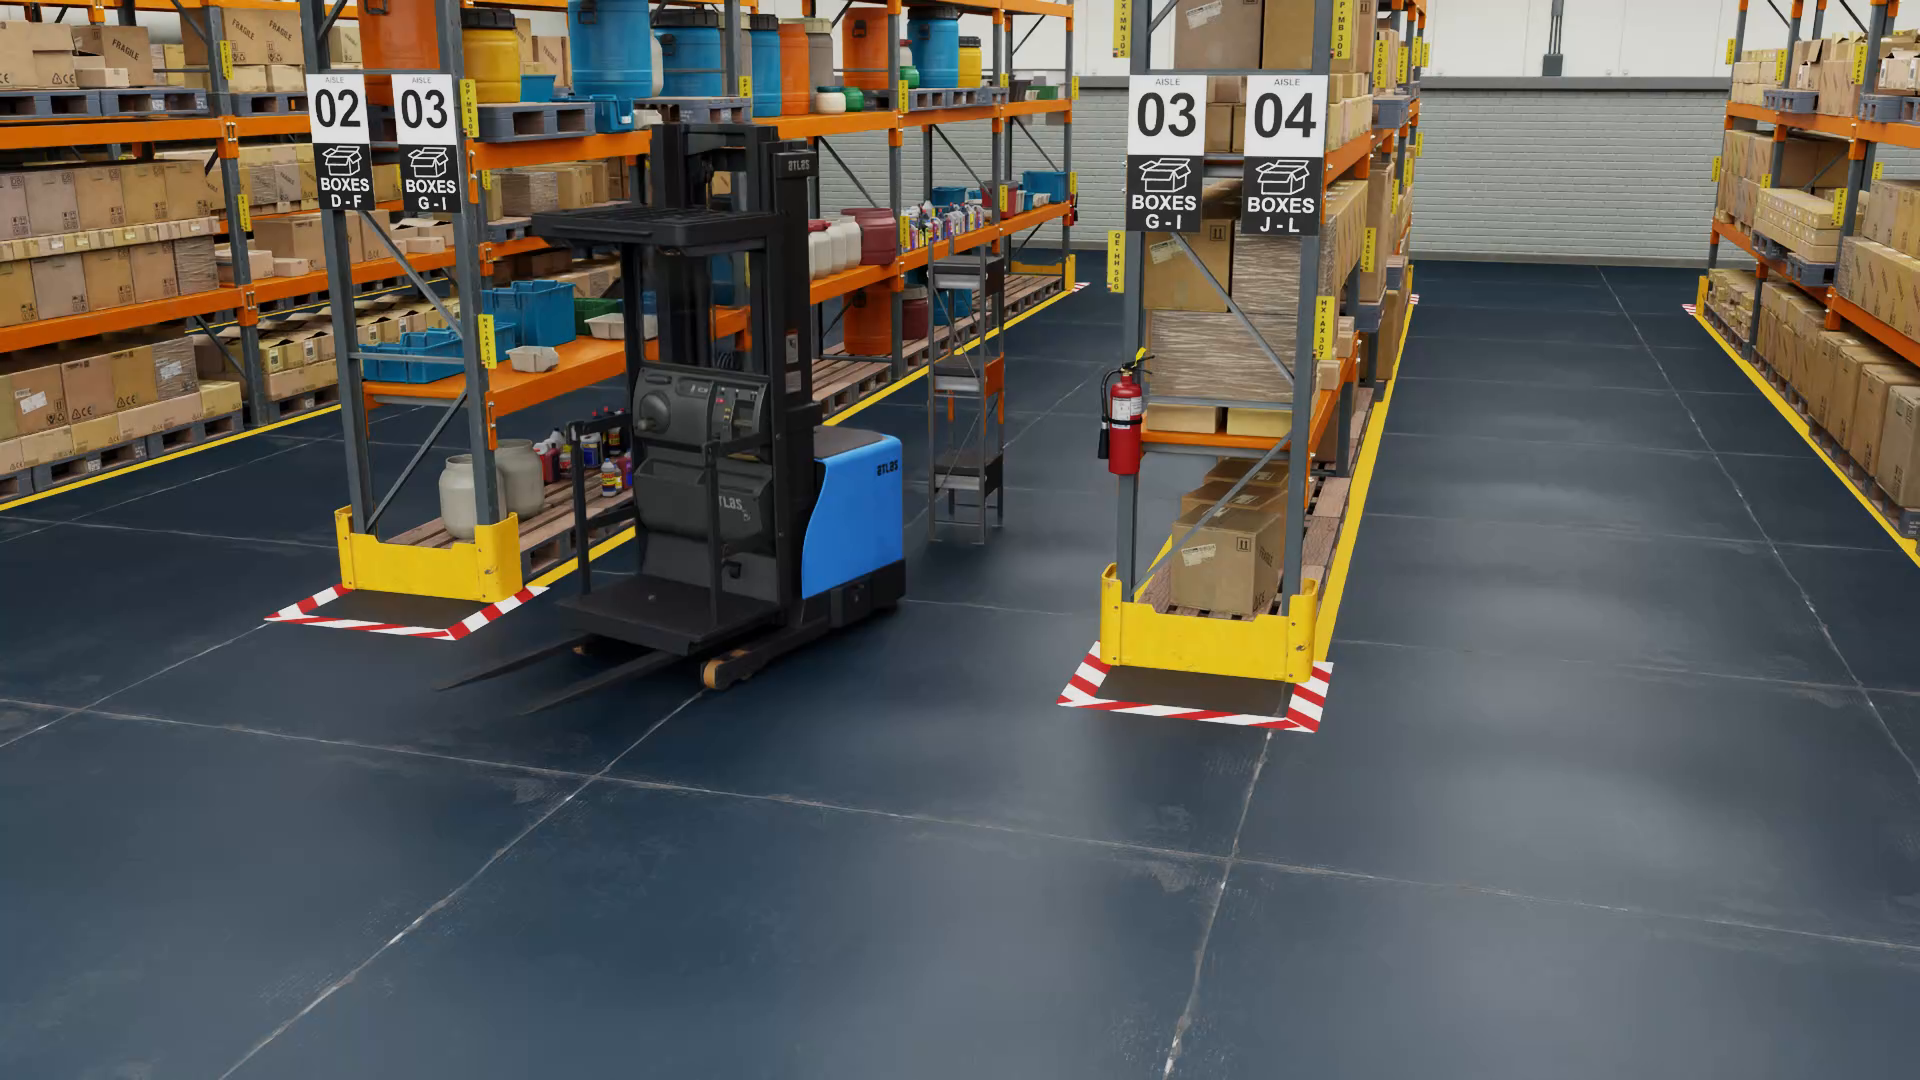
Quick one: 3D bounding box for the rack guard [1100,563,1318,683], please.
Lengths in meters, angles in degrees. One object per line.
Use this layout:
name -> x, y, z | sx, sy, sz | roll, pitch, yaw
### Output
rack guard -> 1.386, 0.455, 9.308 | 1.175, 0.500, 0.348 | 5, 16, 16

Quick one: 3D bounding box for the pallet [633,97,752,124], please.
pallet -> -2.359, -3.314, 12.865 | 1.213, 0.211, 1.003 | 5, 16, 16

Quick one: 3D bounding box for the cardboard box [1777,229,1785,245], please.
cardboard box -> 8.507, -3.062, 16.819 | 0.380, 0.149, 0.250 | 4, 16, 13

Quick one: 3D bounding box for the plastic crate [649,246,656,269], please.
plastic crate -> -2.404, -2.339, 14.462 | 0.402, 0.464, 0.583 | 5, 16, 16

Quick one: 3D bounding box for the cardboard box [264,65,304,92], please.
cardboard box -> -6.658, -4.420, 15.926 | 0.500, 0.250, 0.500 | 3, 16, 10

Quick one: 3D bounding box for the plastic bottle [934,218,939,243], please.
plastic bottle -> -0.291, -3.561, 19.124 | 0.097, 0.271, 0.097 | 0, 16, 0

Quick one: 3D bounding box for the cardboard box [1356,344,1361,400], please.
cardboard box -> 3.466, -1.653, 15.934 | 0.700, 0.500, 0.500 | 4, 16, 13

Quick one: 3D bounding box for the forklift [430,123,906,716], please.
forklift -> -1.566, -0.745, 9.085 | 1.130, 2.935, 3.031 | 10, 19, 32

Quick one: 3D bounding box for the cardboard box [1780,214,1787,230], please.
cardboard box -> 8.506, -3.203, 16.772 | 0.380, 0.149, 0.250 | 4, 16, 15

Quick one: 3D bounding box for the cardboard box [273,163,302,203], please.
cardboard box -> -9.498, -4.946, 23.004 | 0.500, 0.500, 0.500 | 5, 17, 16

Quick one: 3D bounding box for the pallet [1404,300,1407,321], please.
pallet -> 5.410, -3.039, 22.155 | 1.003, 0.211, 1.213 | 5, 16, 16

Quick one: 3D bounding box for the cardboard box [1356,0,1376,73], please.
cardboard box -> 2.617, -3.511, 11.570 | 0.500, 0.500, 0.500 | 4, 16, 14

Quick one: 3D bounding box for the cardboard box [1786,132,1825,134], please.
cardboard box -> 10.602, -4.903, 21.058 | 0.500, 0.500, 0.500 | 4, 16, 14

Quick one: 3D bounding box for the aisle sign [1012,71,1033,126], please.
aisle sign -> 0.898, -6.590, 24.802 | 0.394, 0.787, 0.004 | 5, 16, 16

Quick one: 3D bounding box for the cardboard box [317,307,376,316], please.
cardboard box -> -6.578, -2.353, 17.870 | 0.500, 0.311, 0.500 | 4, 16, 14

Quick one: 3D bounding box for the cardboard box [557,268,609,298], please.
cardboard box -> -4.880, -3.234, 21.509 | 0.500, 0.500, 0.500 | 5, 17, 17

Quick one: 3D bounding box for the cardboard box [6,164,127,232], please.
cardboard box -> -7.401, -2.836, 13.769 | 0.700, 0.500, 0.500 | 5, 16, 16

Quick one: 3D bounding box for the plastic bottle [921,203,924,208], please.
plastic bottle -> -0.488, -4.132, 21.114 | 0.061, 0.283, 0.133 | 5, 16, 16

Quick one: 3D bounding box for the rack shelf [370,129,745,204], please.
rack shelf -> -2.816, -2.732, 11.785 | 1.077, 0.370, 4.000 | 5, 16, 16

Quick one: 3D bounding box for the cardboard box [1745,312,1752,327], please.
cardboard box -> 9.286, -2.537, 19.185 | 0.380, 0.149, 0.250 | 5, 17, 17

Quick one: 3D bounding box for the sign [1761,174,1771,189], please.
sign -> 8.979, -3.912, 18.540 | 0.100, 0.325, 0.005 | 5, 16, 16

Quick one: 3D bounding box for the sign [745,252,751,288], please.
sign -> -1.724, -2.246, 13.743 | 0.100, 0.325, 0.005 | 5, 16, 16

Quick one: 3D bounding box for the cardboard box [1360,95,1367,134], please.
cardboard box -> 2.463, -2.870, 11.227 | 0.500, 0.250, 0.500 | 5, 17, 17

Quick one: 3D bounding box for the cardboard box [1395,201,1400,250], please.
cardboard box -> 4.614, -3.505, 18.508 | 0.500, 0.500, 0.500 | 4, 16, 15

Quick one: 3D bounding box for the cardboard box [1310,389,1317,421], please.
cardboard box -> 1.848, -0.791, 9.581 | 0.380, 0.149, 0.250 | 5, 16, 16

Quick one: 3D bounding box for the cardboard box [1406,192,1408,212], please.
cardboard box -> 5.447, -4.306, 21.244 | 0.500, 0.250, 0.500 | 5, 17, 17

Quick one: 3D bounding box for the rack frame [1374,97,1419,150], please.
rack frame -> 5.911, -4.913, 23.655 | 1.000, 3.000, 0.127 | 5, 16, 16

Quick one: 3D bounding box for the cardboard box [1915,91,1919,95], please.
cardboard box -> 8.782, -4.029, 14.858 | 0.500, 0.500, 0.500 | 5, 16, 16

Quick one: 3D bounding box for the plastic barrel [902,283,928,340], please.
plastic barrel -> -0.668, -2.671, 19.400 | 0.600, 0.588, 0.708 | 5, 16, 16

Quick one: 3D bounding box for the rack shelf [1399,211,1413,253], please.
rack shelf -> 5.343, -4.044, 21.909 | 1.077, 0.370, 4.000 | 5, 16, 16

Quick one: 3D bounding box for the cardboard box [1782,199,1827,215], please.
cardboard box -> 8.508, -3.347, 16.732 | 0.380, 0.149, 0.250 | 5, 17, 18

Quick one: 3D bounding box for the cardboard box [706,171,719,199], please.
cardboard box -> -3.887, -5.195, 24.463 | 0.500, 0.500, 0.500 | 4, 16, 15

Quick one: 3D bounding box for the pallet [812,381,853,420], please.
pallet -> -1.717, -1.345, 16.185 | 1.003, 0.211, 1.213 | 5, 16, 16

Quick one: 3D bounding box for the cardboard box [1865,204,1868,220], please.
cardboard box -> 8.980, -3.157, 16.064 | 0.380, 0.149, 0.250 | 5, 17, 18

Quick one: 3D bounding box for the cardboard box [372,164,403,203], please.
cardboard box -> -9.091, -5.495, 25.155 | 0.980, 0.700, 0.700 | 4, 16, 14

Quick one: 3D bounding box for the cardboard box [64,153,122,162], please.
cardboard box -> -10.730, -4.673, 20.669 | 0.500, 0.250, 0.500 | 5, 17, 17

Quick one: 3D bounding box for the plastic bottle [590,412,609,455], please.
plastic bottle -> -2.929, -0.867, 13.437 | 0.144, 0.351, 0.185 | 4, 16, 14

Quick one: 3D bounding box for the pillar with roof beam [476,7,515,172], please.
pillar with roof beam -> -4.271, -9.392, 28.449 | 9.100, 9.000, 0.400 | 5, 16, 16

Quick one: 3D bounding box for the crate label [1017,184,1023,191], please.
crate label -> 0.776, -5.207, 24.886 | 0.416, 0.233, 0.303 | 5, 16, 16

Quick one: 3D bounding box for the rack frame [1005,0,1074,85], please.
rack frame -> 1.162, -8.184, 24.191 | 1.000, 3.000, 0.127 | 5, 16, 16

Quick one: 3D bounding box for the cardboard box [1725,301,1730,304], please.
cardboard box -> 9.963, -2.948, 21.180 | 0.380, 0.149, 0.250 | 5, 16, 16

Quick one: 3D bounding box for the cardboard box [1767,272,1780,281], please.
cardboard box -> 10.604, -3.400, 21.683 | 0.380, 0.149, 0.250 | 5, 17, 17

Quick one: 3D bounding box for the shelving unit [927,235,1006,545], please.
shelving unit -> 0.047, -1.053, 11.696 | 0.431, 2.100, 0.503 | 5, 16, 16

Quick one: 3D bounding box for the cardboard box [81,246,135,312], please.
cardboard box -> -7.406, -2.205, 13.924 | 0.700, 0.500, 0.500 | 5, 17, 17

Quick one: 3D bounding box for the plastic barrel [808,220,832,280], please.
plastic barrel -> -1.434, -2.762, 15.821 | 0.433, 0.535, 0.433 | 0, 16, 0

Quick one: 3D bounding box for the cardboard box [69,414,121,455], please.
cardboard box -> -7.339, -0.891, 13.744 | 0.500, 0.250, 0.500 | 5, 16, 16

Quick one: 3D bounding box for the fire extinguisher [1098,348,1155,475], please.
fire extinguisher -> 0.890, -0.696, 8.928 | 0.296, 0.674, 0.183 | 5, 16, 16

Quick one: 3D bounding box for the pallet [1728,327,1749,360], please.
pallet -> 9.658, -2.293, 19.526 | 1.003, 0.211, 1.213 | 5, 16, 16

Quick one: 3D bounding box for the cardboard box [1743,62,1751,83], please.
cardboard box -> 9.961, -5.751, 20.471 | 0.500, 0.250, 0.500 | 5, 17, 17

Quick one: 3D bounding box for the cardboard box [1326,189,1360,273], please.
cardboard box -> 2.353, -2.046, 10.983 | 0.500, 0.500, 0.500 | 5, 16, 16

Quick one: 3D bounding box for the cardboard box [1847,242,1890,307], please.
cardboard box -> 7.836, -2.228, 14.003 | 0.500, 0.500, 0.500 | 4, 16, 15

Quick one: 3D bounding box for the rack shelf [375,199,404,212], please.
rack shelf -> -8.905, -5.196, 25.971 | 1.077, 0.370, 4.000 | 5, 16, 16

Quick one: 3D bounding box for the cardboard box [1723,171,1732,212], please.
cardboard box -> 10.118, -4.456, 21.313 | 0.500, 0.500, 0.500 | 5, 16, 16
